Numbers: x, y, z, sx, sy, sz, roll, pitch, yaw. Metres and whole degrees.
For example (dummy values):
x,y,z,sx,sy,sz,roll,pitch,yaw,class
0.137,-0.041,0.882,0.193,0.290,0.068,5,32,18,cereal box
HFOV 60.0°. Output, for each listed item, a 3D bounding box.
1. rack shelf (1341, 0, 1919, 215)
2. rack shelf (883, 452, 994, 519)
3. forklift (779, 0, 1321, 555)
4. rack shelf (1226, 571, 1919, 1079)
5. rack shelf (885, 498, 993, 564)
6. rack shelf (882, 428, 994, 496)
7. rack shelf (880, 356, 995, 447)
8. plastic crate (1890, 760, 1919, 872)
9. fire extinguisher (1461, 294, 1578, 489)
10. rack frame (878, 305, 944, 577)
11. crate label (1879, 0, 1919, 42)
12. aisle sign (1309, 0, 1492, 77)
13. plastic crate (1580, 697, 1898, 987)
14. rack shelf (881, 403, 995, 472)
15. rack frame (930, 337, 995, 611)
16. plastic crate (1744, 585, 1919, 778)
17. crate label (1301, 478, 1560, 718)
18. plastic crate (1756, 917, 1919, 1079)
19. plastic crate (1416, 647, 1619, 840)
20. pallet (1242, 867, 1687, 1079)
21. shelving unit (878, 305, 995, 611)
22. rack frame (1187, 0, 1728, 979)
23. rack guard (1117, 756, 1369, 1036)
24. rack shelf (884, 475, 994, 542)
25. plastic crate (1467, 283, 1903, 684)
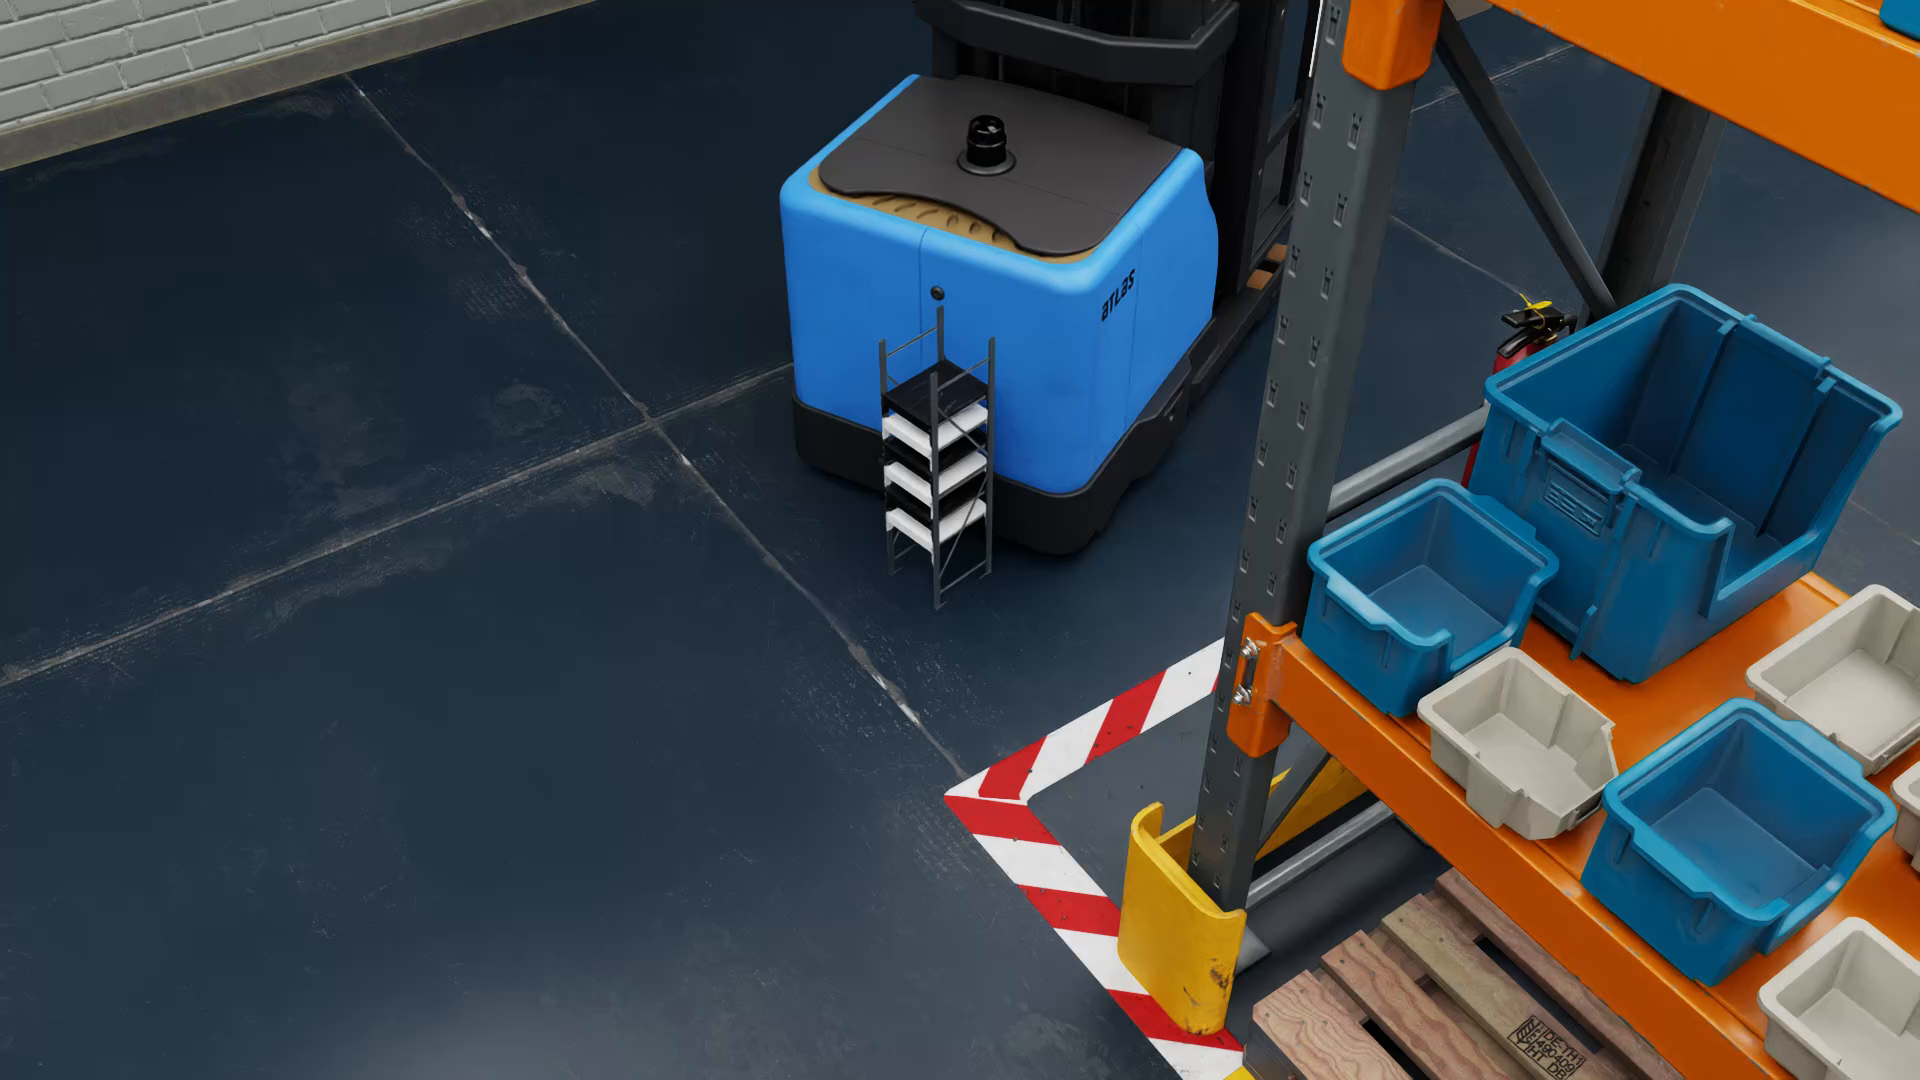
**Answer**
x,y,z,sx,sy,sz,roll,pitch,yaw,class
2.115,0.115,1.306,1.077,0.370,4.000,-26,49,-24,rack shelf
-0.062,-0.196,4.852,0.258,0.077,0.200,-34,53,-30,rack shelf
0.616,-2.026,5.249,1.130,2.935,3.031,21,47,21,forklift
2.115,1.200,2.342,1.077,0.370,4.000,-26,49,-24,rack shelf
-0.062,-0.065,4.976,0.258,0.077,0.200,-34,53,-30,rack shelf
-0.062,-0.261,4.789,0.258,0.077,0.200,-34,53,-30,rack shelf
-0.062,-0.391,4.665,0.258,0.077,0.200,-34,53,-30,rack shelf
1.740,0.441,2.764,0.396,0.136,0.243,-26,49,-24,plastic crate
1.257,-0.295,3.713,0.296,0.674,0.183,-26,49,-24,fire extinguisher
-0.133,-0.270,4.881,0.240,0.900,0.006,-34,53,-30,rack frame
1.233,-0.574,1.615,0.408,0.251,0.502,-26,49,-24,crate label
0.686,-1.057,2.302,0.394,0.787,0.004,-26,49,-24,aisle sign
1.218,0.488,2.644,0.416,0.233,0.300,-26,49,-24,plastic crate
-0.062,-0.326,4.727,0.258,0.077,0.200,-34,53,-30,rack shelf
0.009,-0.170,4.776,0.240,0.900,0.006,-34,53,-30,rack frame
1.586,0.271,2.942,0.396,0.136,0.243,-26,49,-24,plastic crate
0.842,0.115,3.035,0.416,0.233,0.303,-26,49,-24,crate label
1.345,0.749,2.441,0.250,0.136,0.298,-26,49,-24,plastic crate
0.957,0.365,2.843,0.250,0.136,0.298,-26,49,-24,plastic crate
1.411,1.298,3.738,1.003,0.211,1.213,-26,49,-24,pallet
-0.062,-0.220,4.829,0.258,0.900,0.210,-34,53,-30,shelving unit
0.971,-0.193,3.280,1.000,3.000,0.127,-26,49,-24,rack frame
0.946,0.702,4.152,1.175,0.500,0.348,-26,49,-24,rack guard
-0.062,-0.131,4.914,0.258,0.077,0.200,-34,53,-30,rack shelf
1.315,-0.112,3.126,0.616,0.435,0.499,-26,49,-24,plastic crate
